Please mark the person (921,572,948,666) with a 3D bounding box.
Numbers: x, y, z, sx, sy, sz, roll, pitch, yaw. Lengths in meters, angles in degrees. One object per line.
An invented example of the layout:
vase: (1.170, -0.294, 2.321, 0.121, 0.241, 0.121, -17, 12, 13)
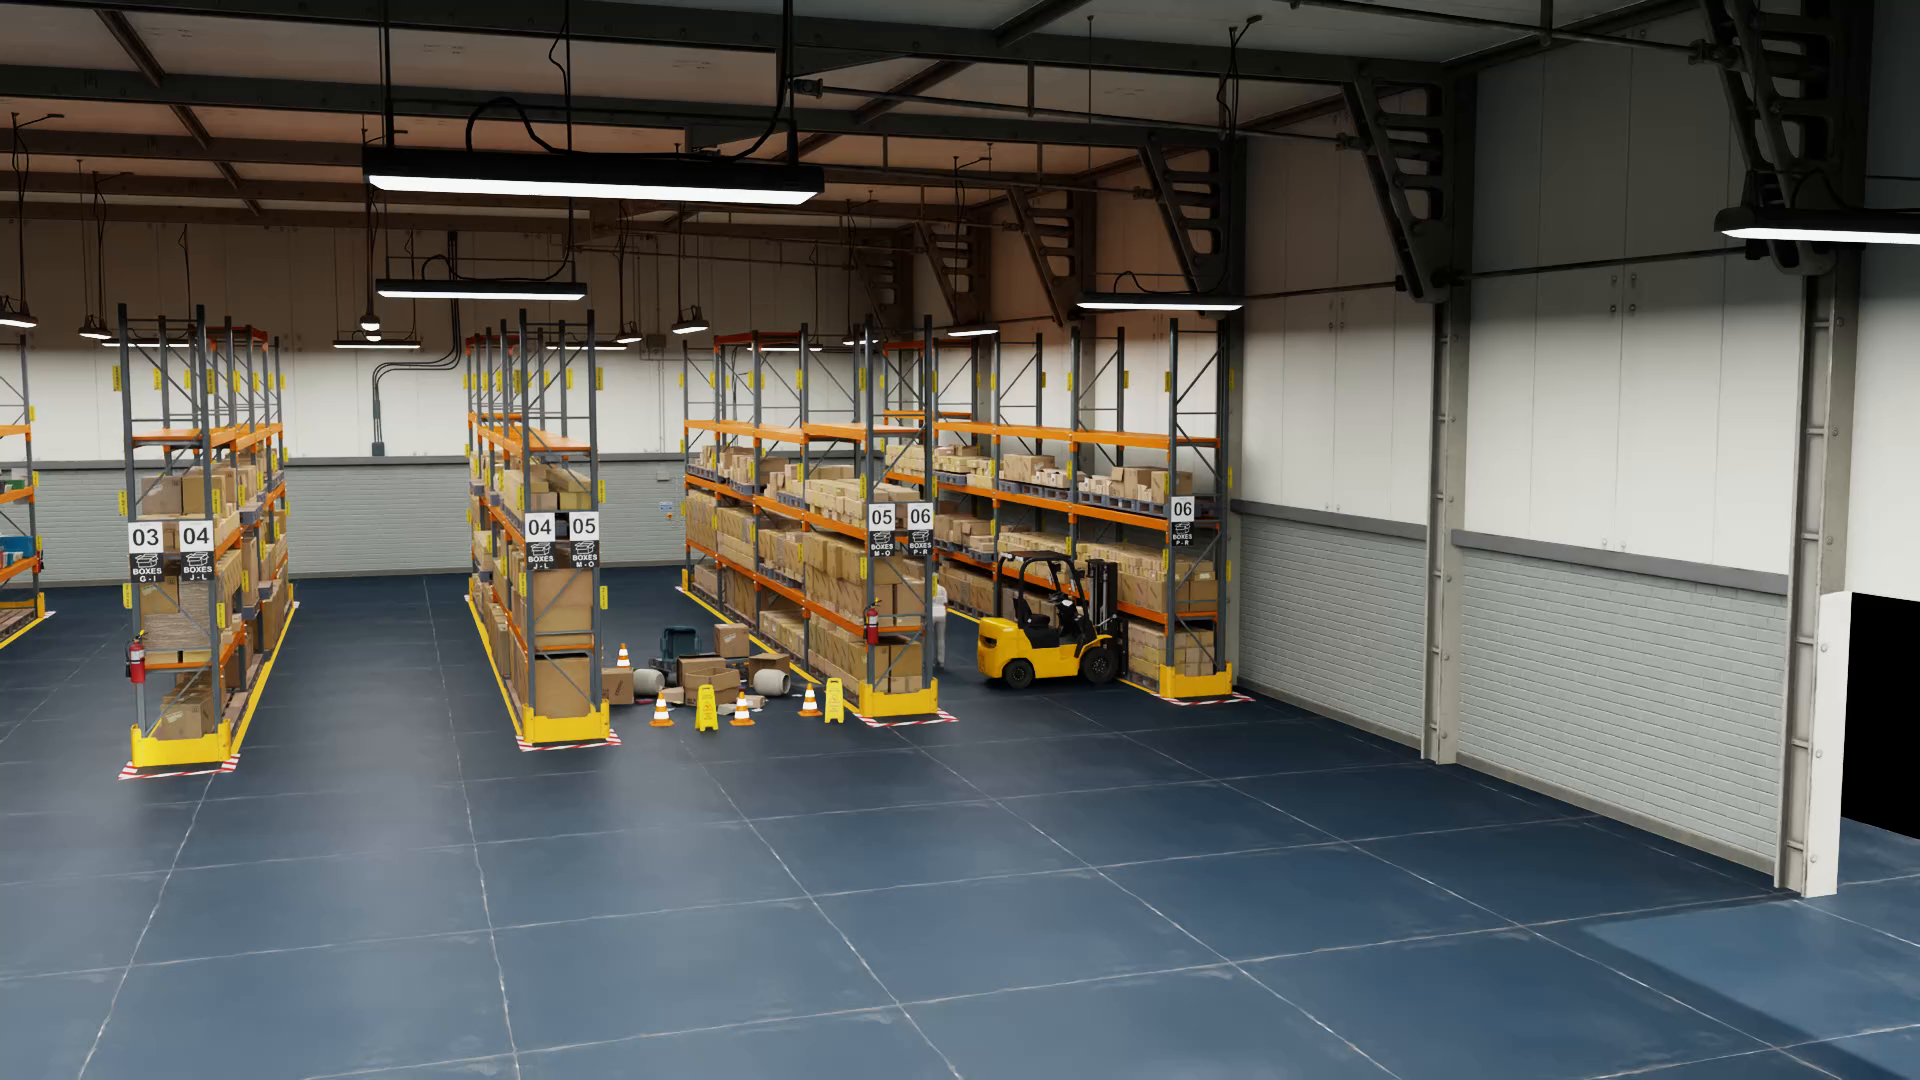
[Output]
person: (-0.444, 1.432, 29.308, 0.515, 1.710, 0.606, -2, 6, -22)
